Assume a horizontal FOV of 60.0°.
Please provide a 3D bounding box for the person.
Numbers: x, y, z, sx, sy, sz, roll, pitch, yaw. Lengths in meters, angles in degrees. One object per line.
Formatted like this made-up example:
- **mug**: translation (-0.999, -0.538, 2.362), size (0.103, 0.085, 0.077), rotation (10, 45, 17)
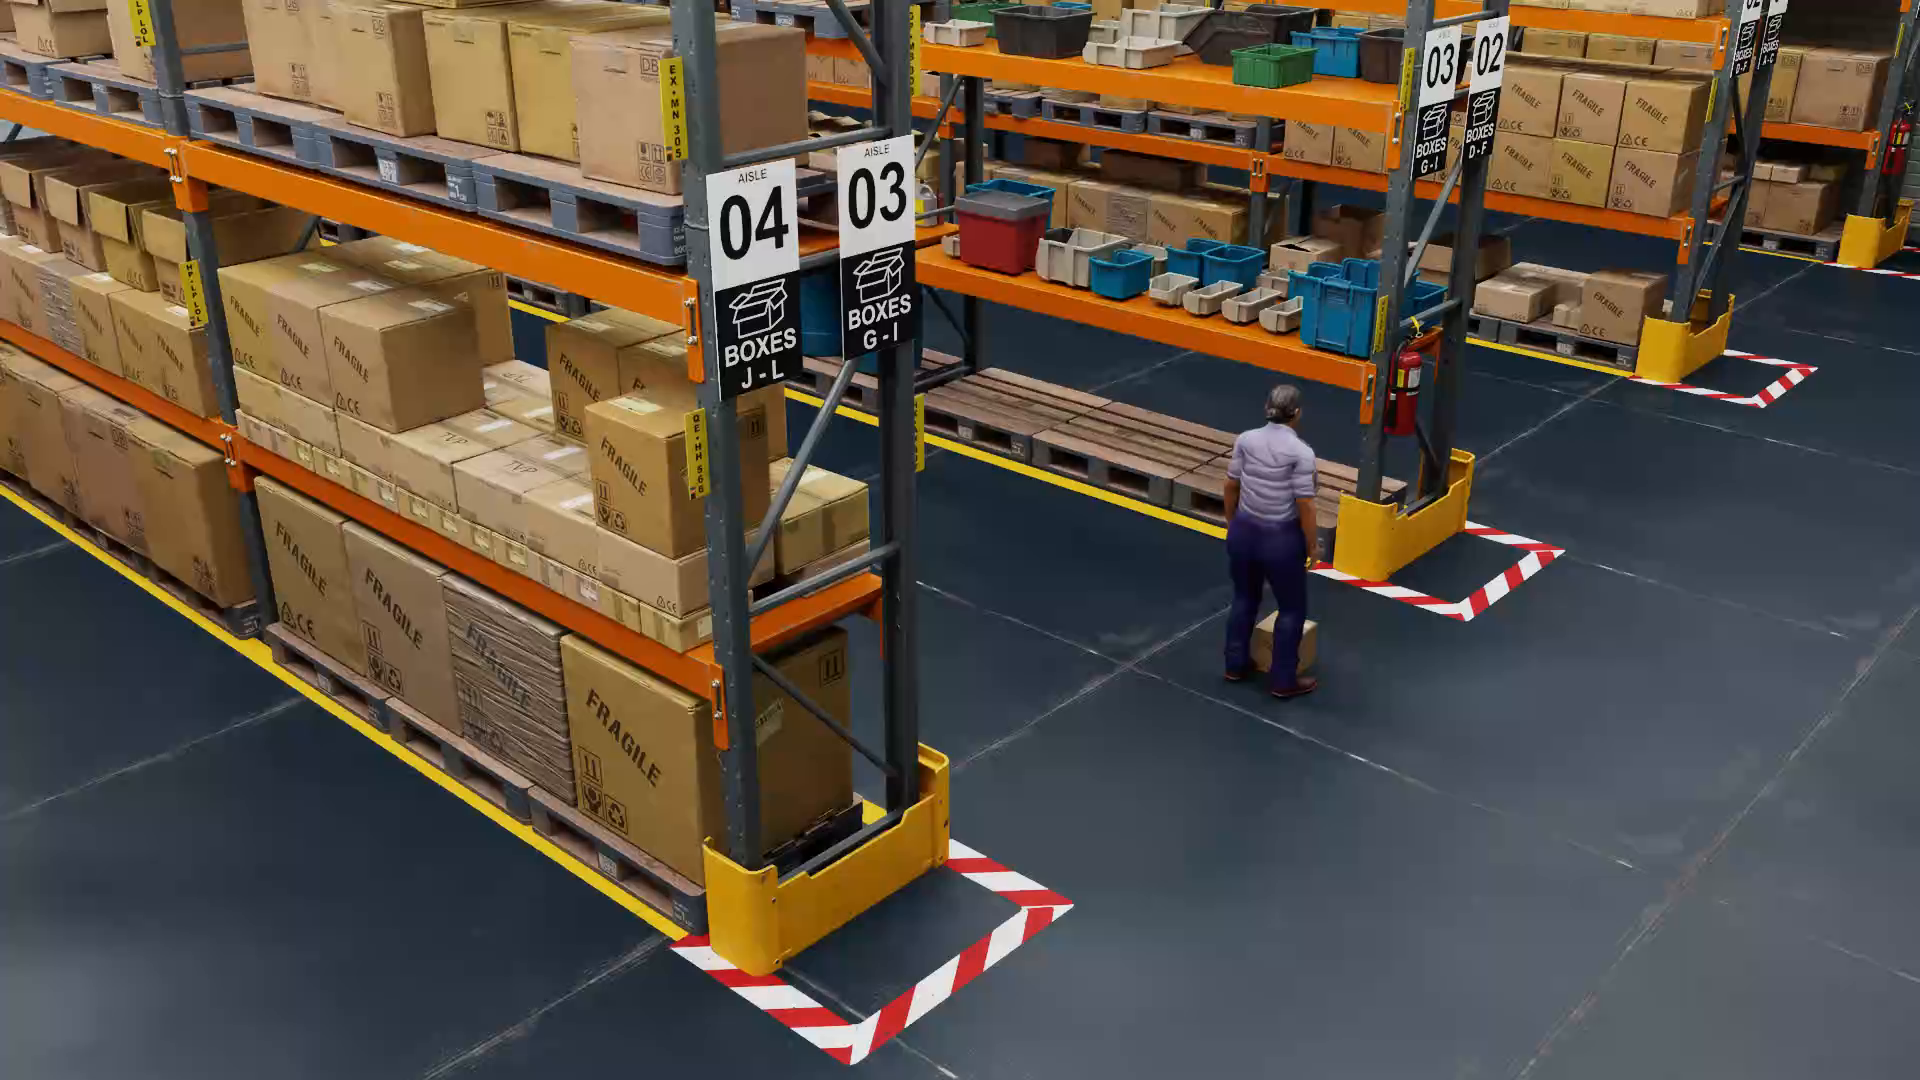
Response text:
- **person**: translation (1.607, 0.007, 8.597), size (0.550, 1.651, 0.367), rotation (19, 31, 37)
